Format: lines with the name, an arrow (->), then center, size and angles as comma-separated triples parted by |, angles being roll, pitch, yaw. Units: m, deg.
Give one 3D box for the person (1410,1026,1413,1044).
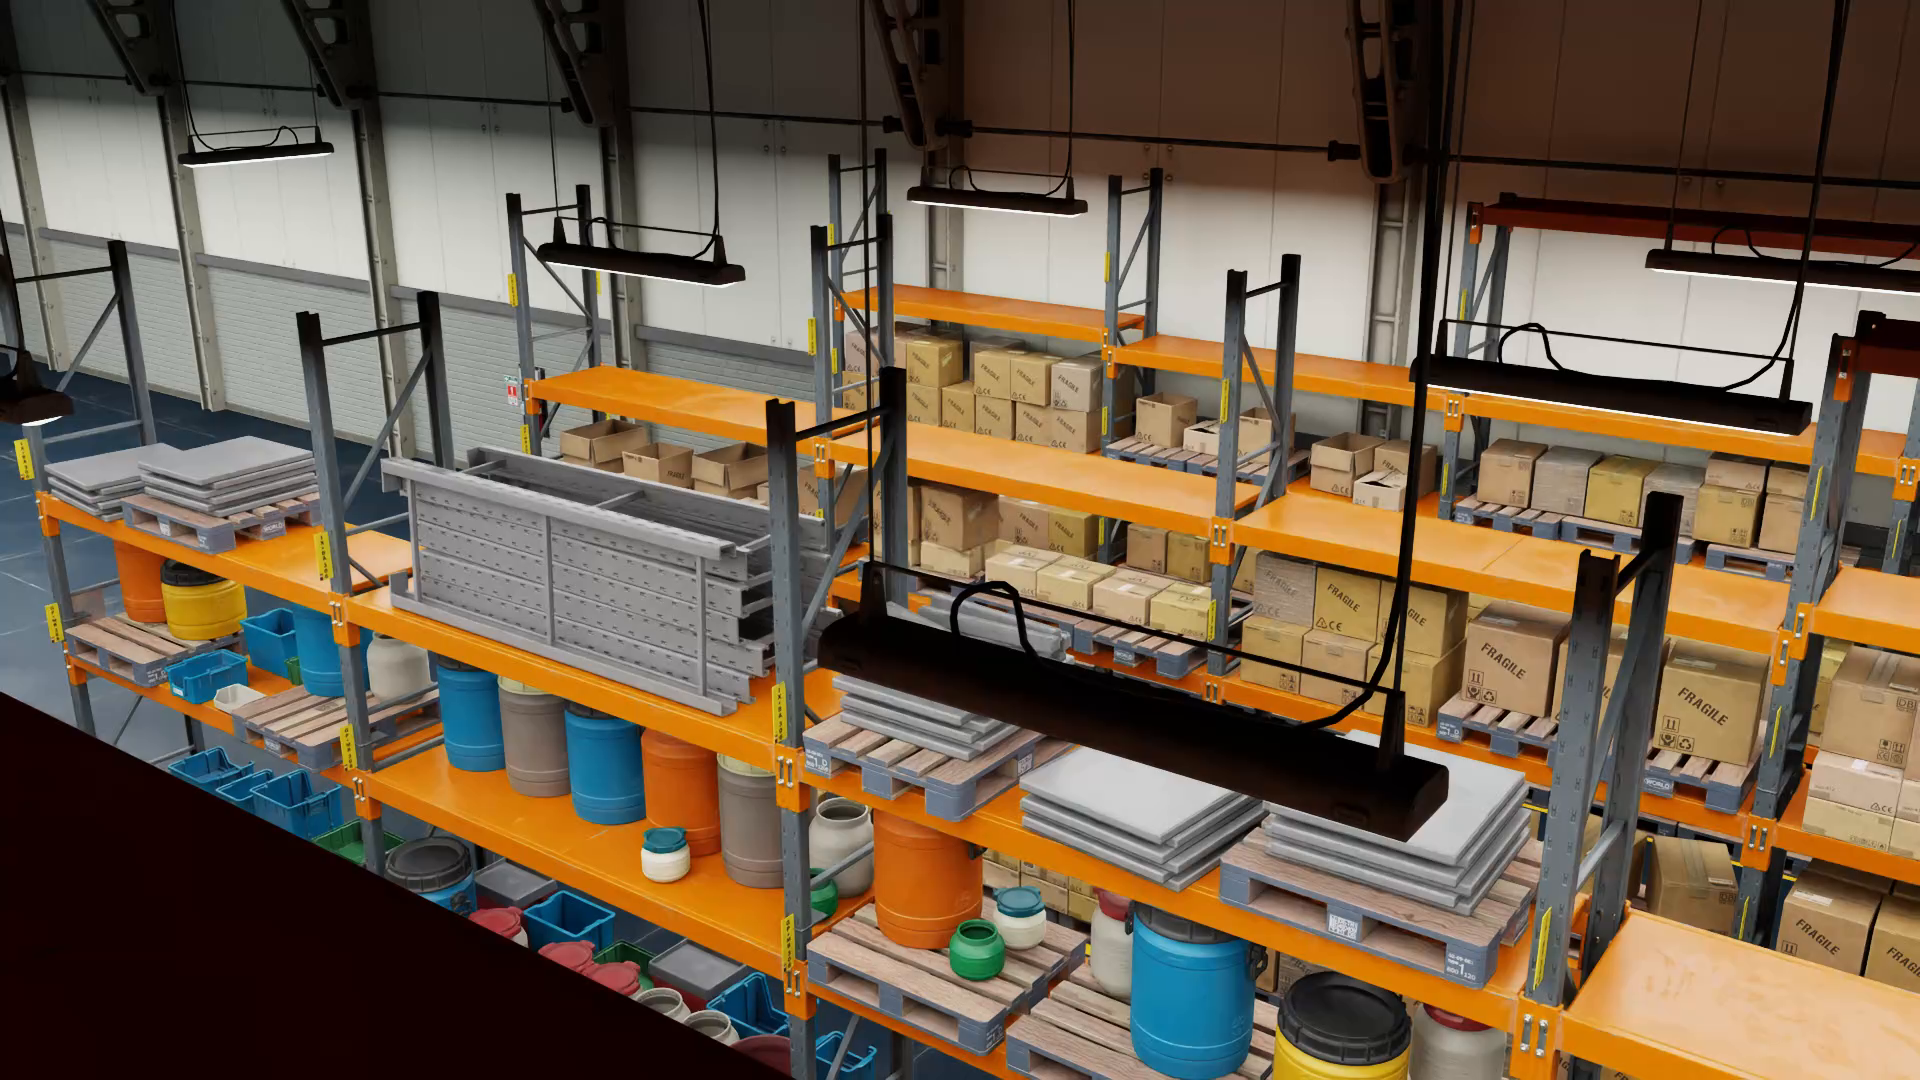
person -> 2.862, 3.886, 10.861 | 0.538, 1.679, 0.504 | -16, 24, -40
